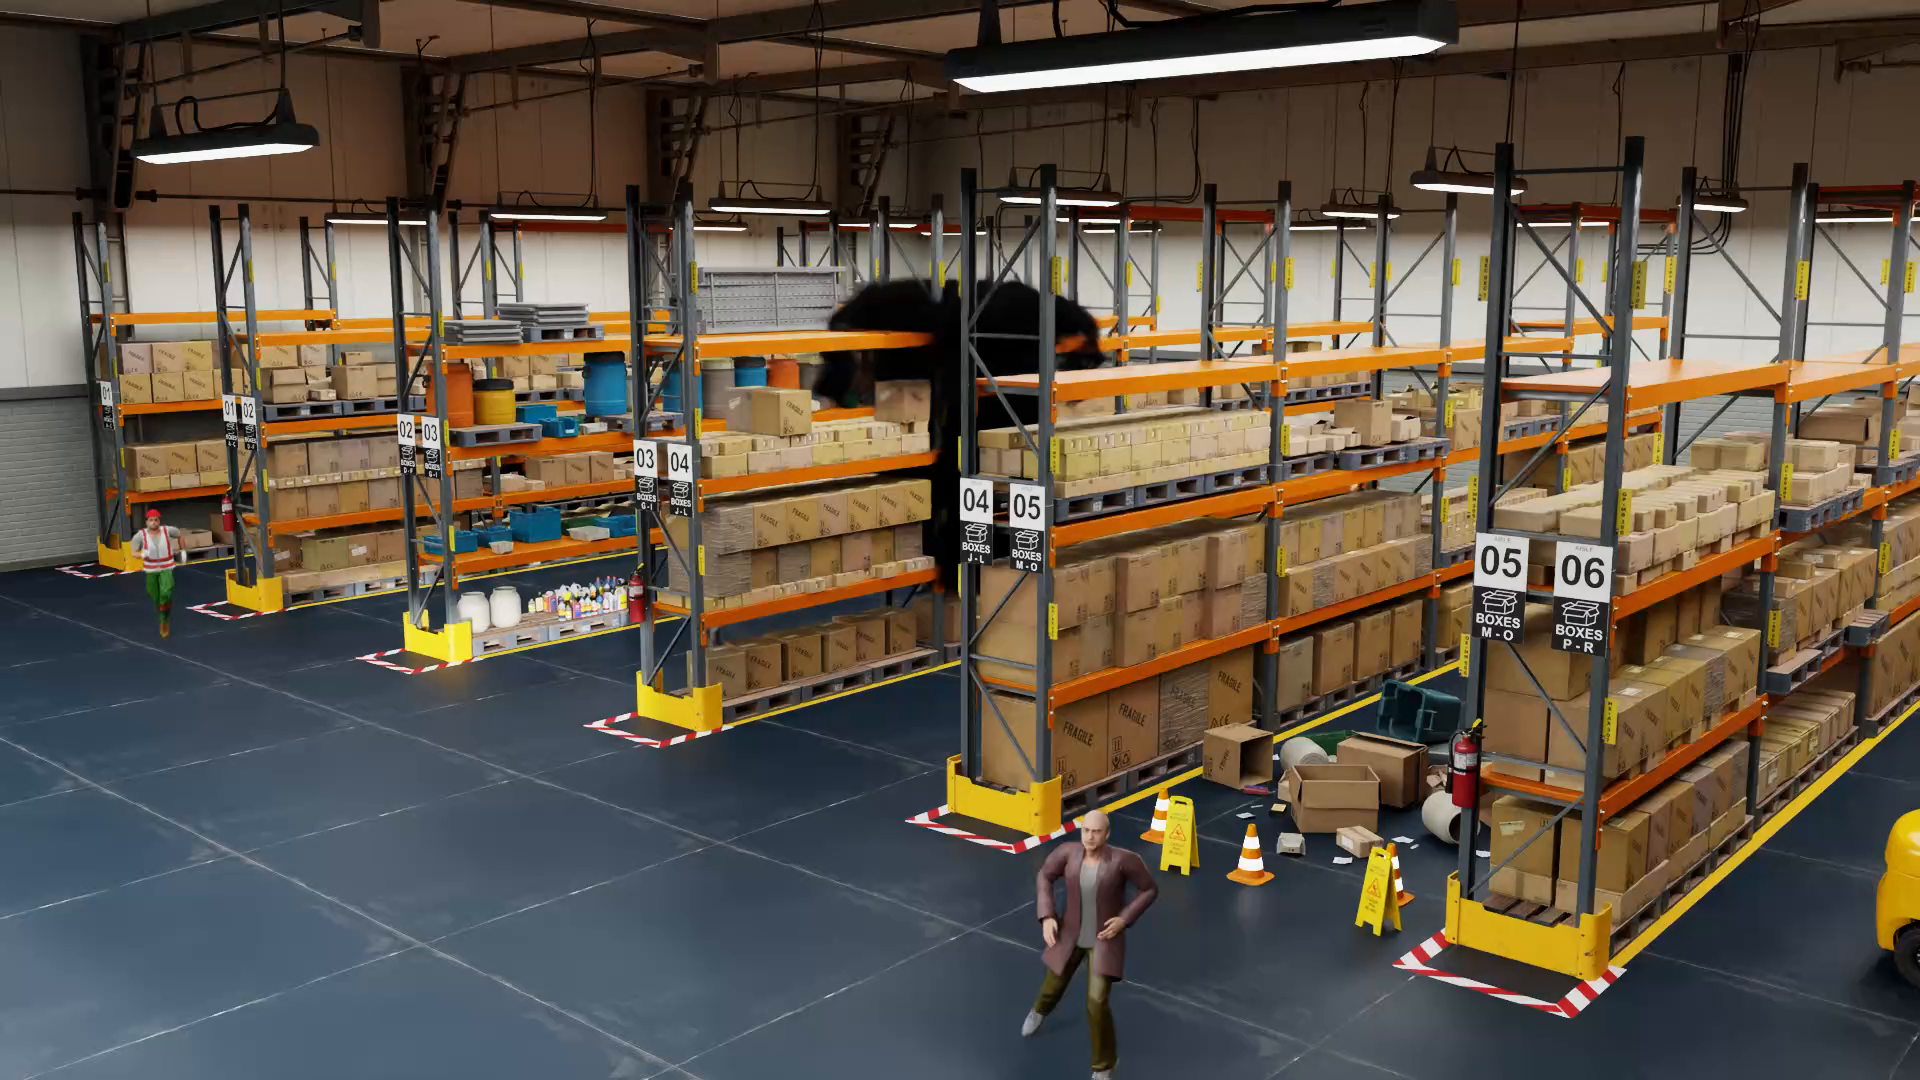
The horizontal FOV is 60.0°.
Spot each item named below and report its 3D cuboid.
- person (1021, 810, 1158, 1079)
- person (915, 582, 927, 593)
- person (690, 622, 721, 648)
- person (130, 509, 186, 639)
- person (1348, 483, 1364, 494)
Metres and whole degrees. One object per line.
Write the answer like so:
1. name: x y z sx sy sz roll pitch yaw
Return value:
1. person: 0.807 2.576 10.716 0.922 1.782 0.790 3 10 17
2. person: -0.481 -0.072 26.409 0.648 1.777 0.796 8 12 40
3. person: -3.391 0.786 21.731 0.684 1.599 0.865 2 10 14
4. person: -11.177 0.448 23.223 0.692 1.804 0.853 -4 10 -24
5. person: 6.533 -0.214 27.564 0.542 1.660 0.652 8 12 39
